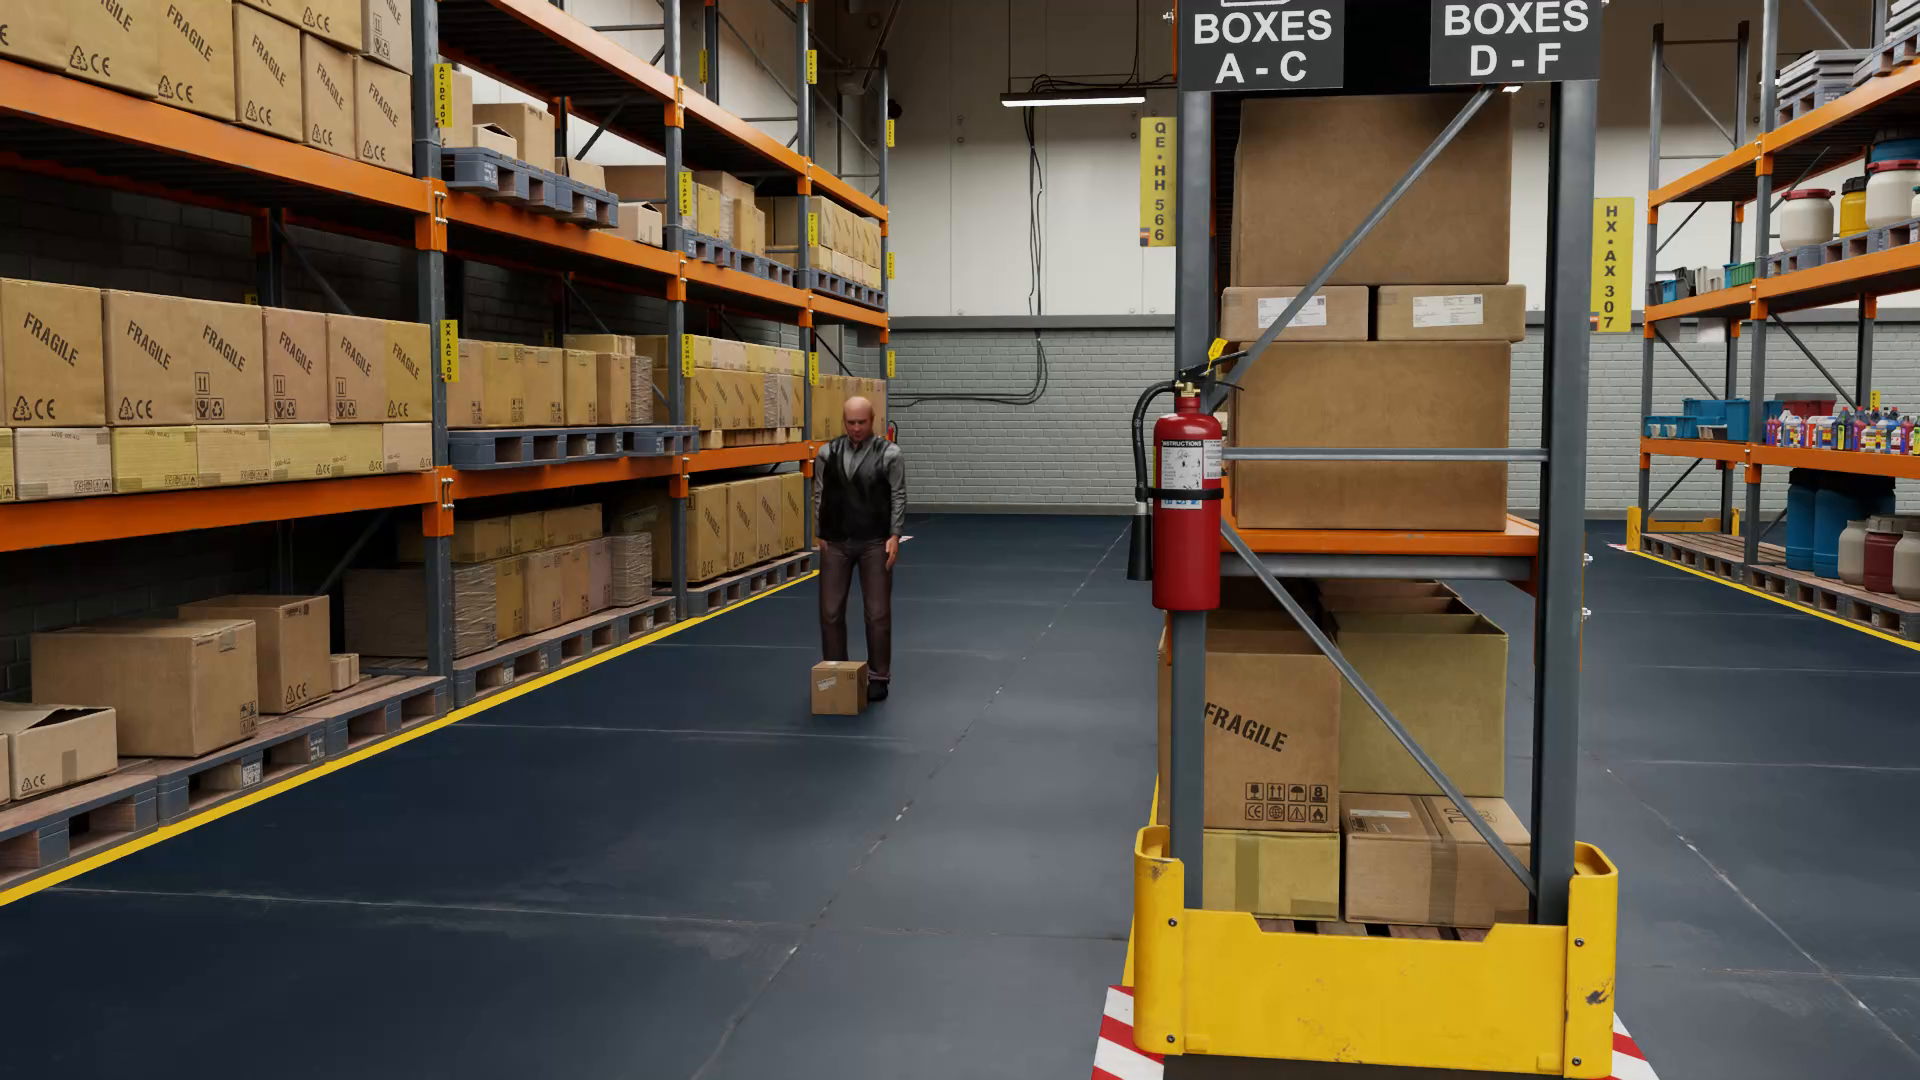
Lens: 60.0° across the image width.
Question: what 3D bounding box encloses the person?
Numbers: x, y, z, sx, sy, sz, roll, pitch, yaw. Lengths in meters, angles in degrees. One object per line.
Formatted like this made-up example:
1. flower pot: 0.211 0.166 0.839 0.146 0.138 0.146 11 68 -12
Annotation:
1. person: -0.564 0.042 9.407 0.540 1.706 0.364 1 4 10
